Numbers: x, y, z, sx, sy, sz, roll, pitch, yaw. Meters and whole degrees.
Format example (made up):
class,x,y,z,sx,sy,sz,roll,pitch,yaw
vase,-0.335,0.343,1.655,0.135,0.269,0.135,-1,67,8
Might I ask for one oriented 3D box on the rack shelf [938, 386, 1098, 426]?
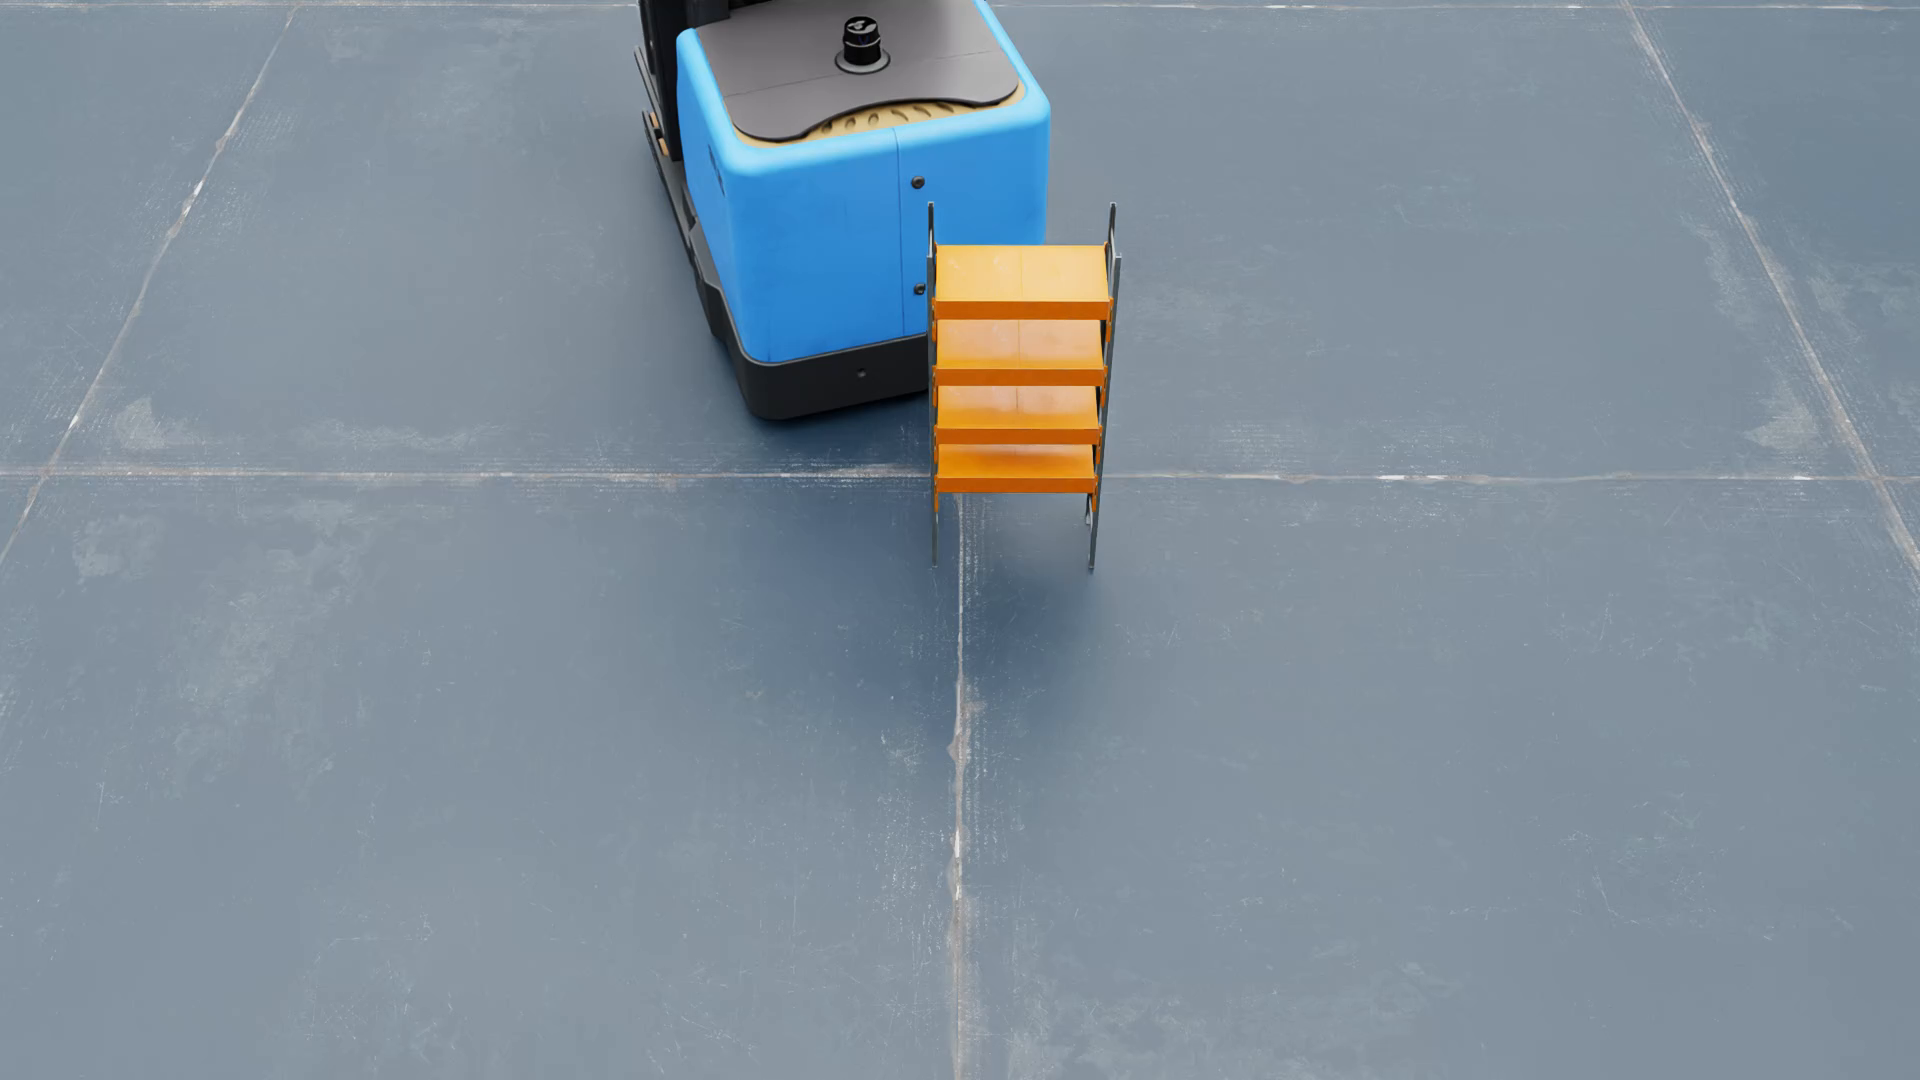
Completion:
class,x,y,z,sx,sy,sz,roll,pitch,yaw
rack shelf,0.166,-0.389,4.831,0.457,0.050,0.221,0,47,0

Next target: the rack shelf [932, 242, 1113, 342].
class,x,y,z,sx,sy,sz,roll,pitch,yaw
rack shelf,0.166,-0.676,4.523,0.480,0.148,0.258,0,47,0

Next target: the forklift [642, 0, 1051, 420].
class,x,y,z,sx,sy,sz,roll,pitch,yaw
forklift,-0.471,-2.097,5.243,1.129,2.867,1.939,-13,48,-12

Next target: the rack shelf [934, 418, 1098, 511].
class,x,y,z,sx,sy,sz,roll,pitch,yaw
rack shelf,0.166,-0.227,5.005,0.480,0.148,0.258,0,47,0

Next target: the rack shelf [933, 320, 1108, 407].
class,x,y,z,sx,sy,sz,roll,pitch,yaw
rack shelf,0.166,-0.515,4.696,0.480,0.148,0.258,0,47,0

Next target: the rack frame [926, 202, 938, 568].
class,x,y,z,sx,sy,sz,roll,pitch,yaw
rack frame,-0.078,-0.409,4.811,0.015,1.200,0.240,0,47,0

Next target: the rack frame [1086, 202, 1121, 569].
class,x,y,z,sx,sy,sz,roll,pitch,yaw
rack frame,0.410,-0.408,4.810,0.015,1.200,0.240,0,47,0

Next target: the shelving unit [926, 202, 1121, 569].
class,x,y,z,sx,sy,sz,roll,pitch,yaw
shelving unit,0.166,-0.408,4.810,0.503,1.200,0.258,0,47,0
